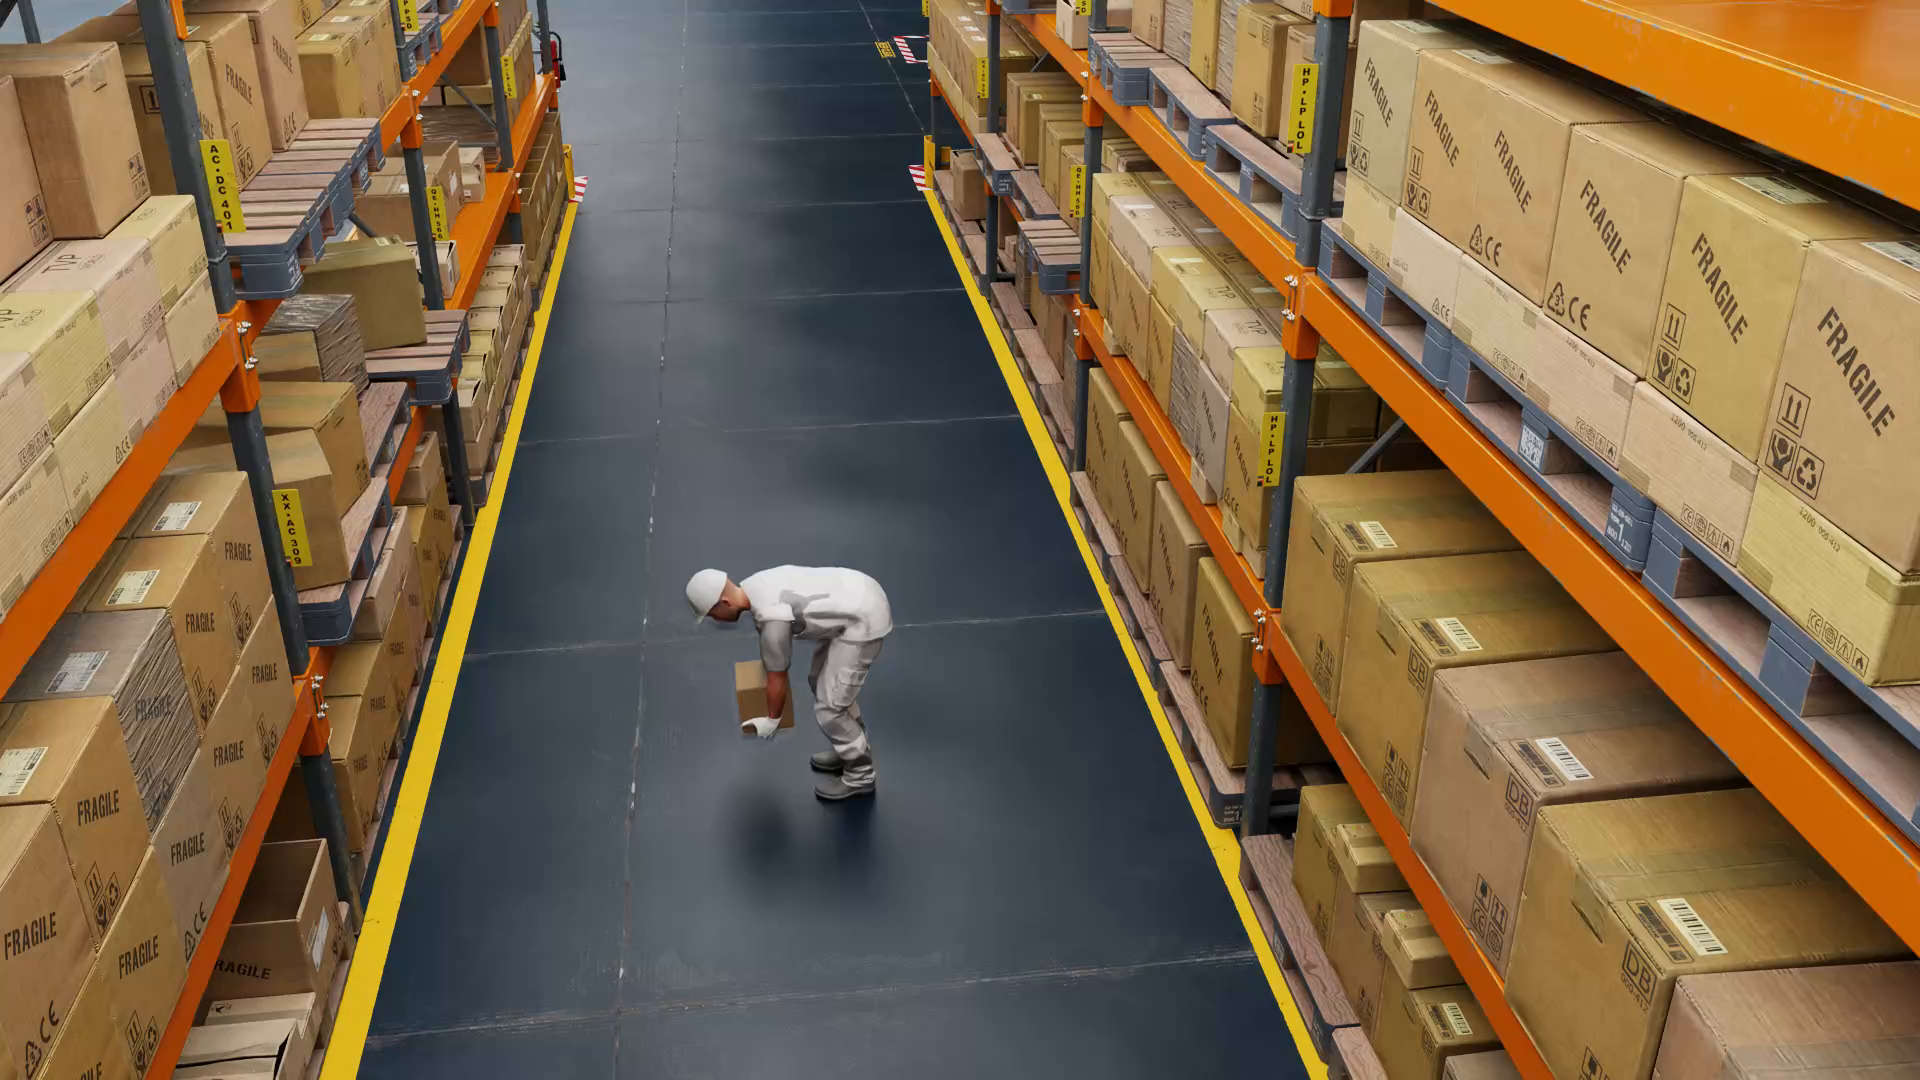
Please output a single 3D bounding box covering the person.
[{"bbox_3d":[-0.793,0.653,7.929,0.949,1.218,0.493,-4,27,-9],"label":"person"}]
